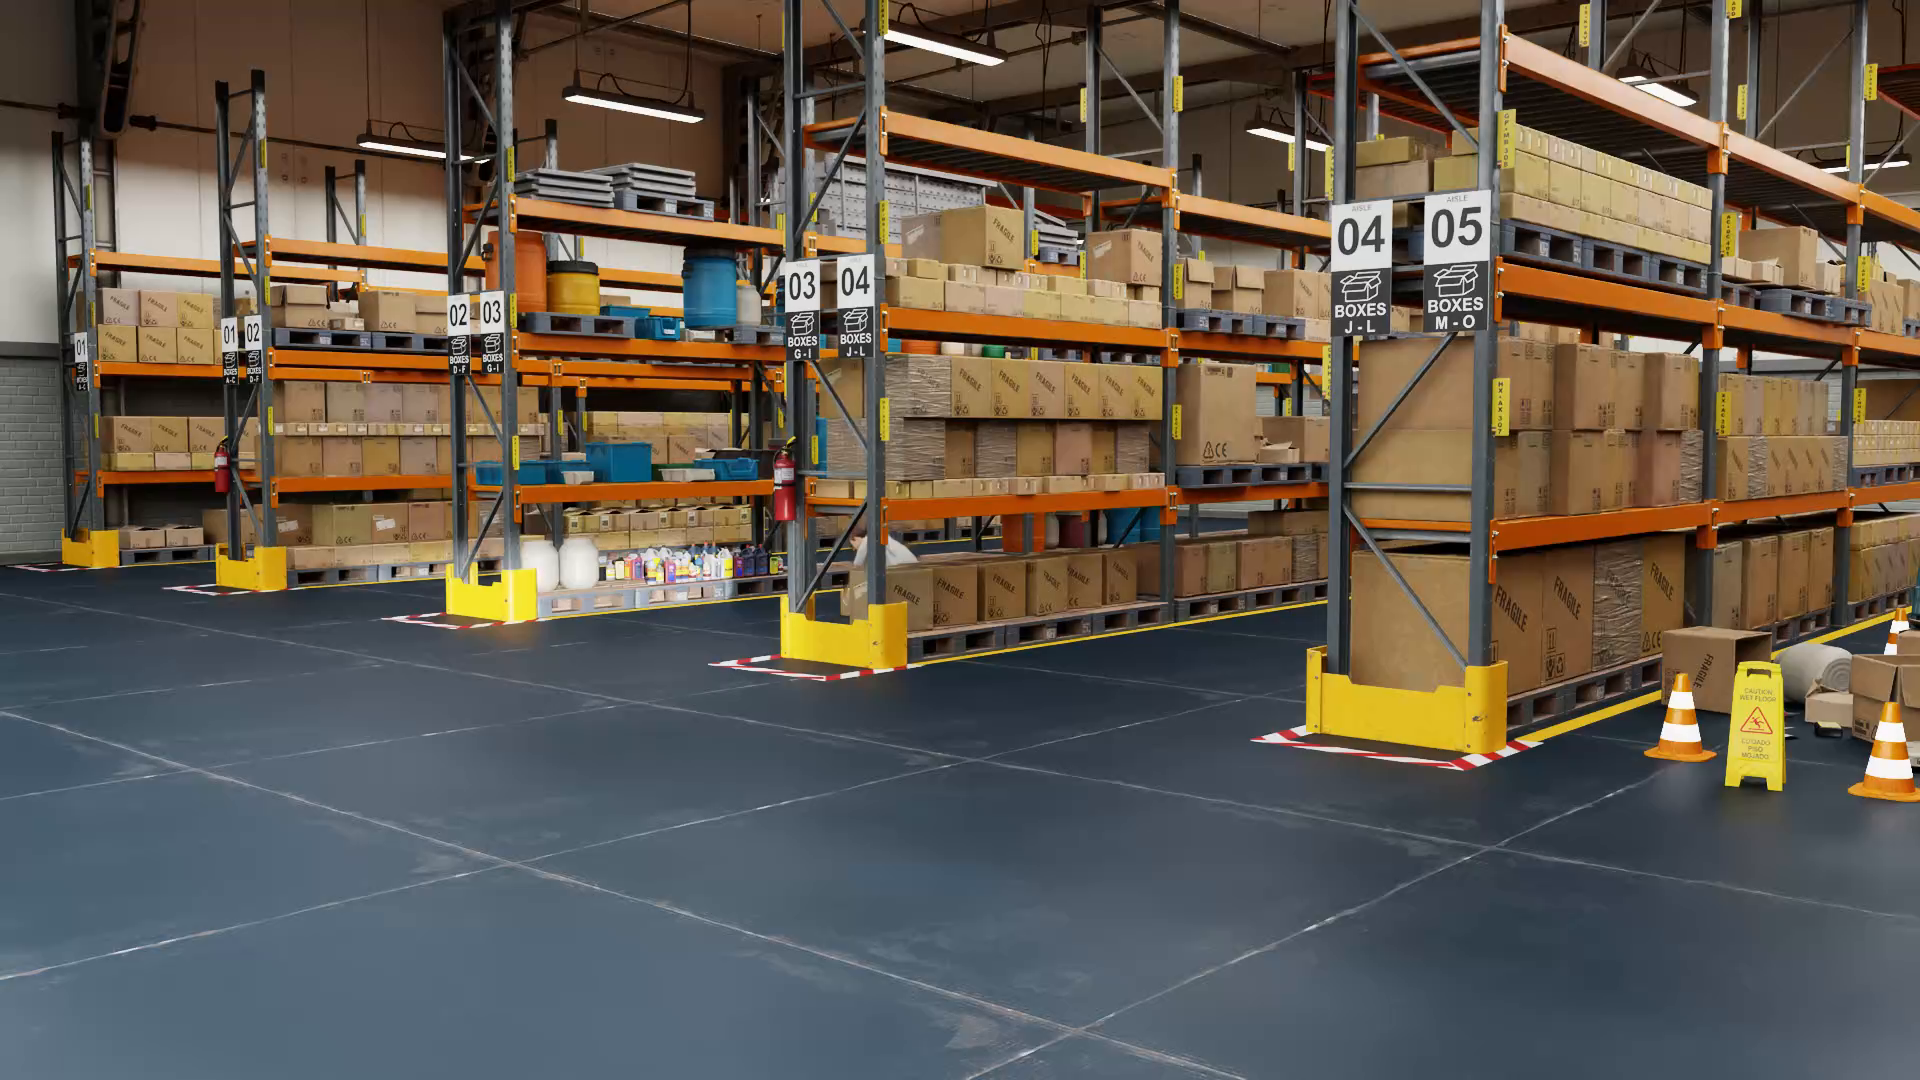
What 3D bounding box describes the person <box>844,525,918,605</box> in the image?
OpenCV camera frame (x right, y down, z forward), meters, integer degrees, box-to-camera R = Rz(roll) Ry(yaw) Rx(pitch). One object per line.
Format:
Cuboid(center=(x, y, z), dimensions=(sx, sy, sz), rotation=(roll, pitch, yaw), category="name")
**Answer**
Cuboid(center=(-0.774, 0.320, 16.475), dimensions=(0.795, 0.910, 0.484), rotation=(3, 5, 41), category="person")
